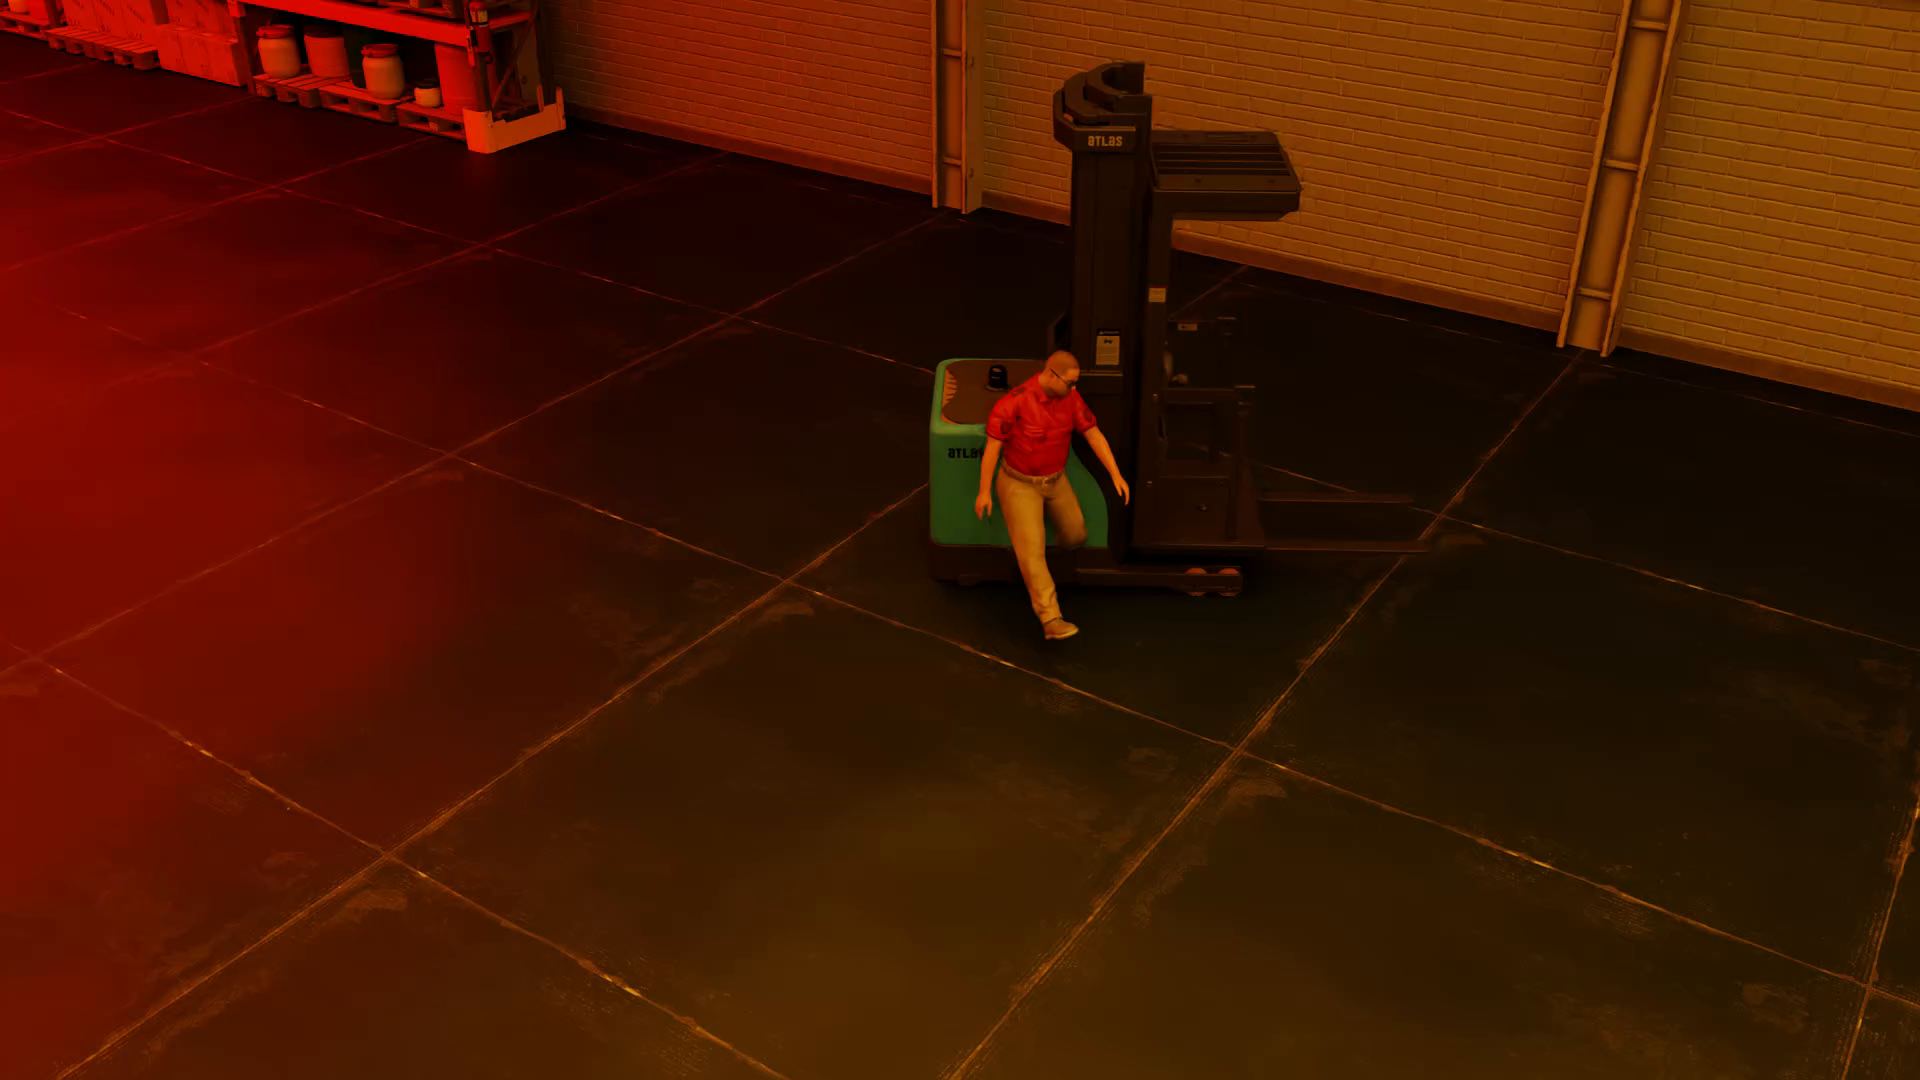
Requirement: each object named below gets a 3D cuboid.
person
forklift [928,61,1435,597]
[{"bbox_3d":[0.537,-0.272,9.335,0.833,1.586,0.990,-18,35,-28],"label":"person"},{"bbox_3d":[1.339,-1.204,9.654,3.031,2.935,1.130,1,30,2],"label":"forklift"}]
